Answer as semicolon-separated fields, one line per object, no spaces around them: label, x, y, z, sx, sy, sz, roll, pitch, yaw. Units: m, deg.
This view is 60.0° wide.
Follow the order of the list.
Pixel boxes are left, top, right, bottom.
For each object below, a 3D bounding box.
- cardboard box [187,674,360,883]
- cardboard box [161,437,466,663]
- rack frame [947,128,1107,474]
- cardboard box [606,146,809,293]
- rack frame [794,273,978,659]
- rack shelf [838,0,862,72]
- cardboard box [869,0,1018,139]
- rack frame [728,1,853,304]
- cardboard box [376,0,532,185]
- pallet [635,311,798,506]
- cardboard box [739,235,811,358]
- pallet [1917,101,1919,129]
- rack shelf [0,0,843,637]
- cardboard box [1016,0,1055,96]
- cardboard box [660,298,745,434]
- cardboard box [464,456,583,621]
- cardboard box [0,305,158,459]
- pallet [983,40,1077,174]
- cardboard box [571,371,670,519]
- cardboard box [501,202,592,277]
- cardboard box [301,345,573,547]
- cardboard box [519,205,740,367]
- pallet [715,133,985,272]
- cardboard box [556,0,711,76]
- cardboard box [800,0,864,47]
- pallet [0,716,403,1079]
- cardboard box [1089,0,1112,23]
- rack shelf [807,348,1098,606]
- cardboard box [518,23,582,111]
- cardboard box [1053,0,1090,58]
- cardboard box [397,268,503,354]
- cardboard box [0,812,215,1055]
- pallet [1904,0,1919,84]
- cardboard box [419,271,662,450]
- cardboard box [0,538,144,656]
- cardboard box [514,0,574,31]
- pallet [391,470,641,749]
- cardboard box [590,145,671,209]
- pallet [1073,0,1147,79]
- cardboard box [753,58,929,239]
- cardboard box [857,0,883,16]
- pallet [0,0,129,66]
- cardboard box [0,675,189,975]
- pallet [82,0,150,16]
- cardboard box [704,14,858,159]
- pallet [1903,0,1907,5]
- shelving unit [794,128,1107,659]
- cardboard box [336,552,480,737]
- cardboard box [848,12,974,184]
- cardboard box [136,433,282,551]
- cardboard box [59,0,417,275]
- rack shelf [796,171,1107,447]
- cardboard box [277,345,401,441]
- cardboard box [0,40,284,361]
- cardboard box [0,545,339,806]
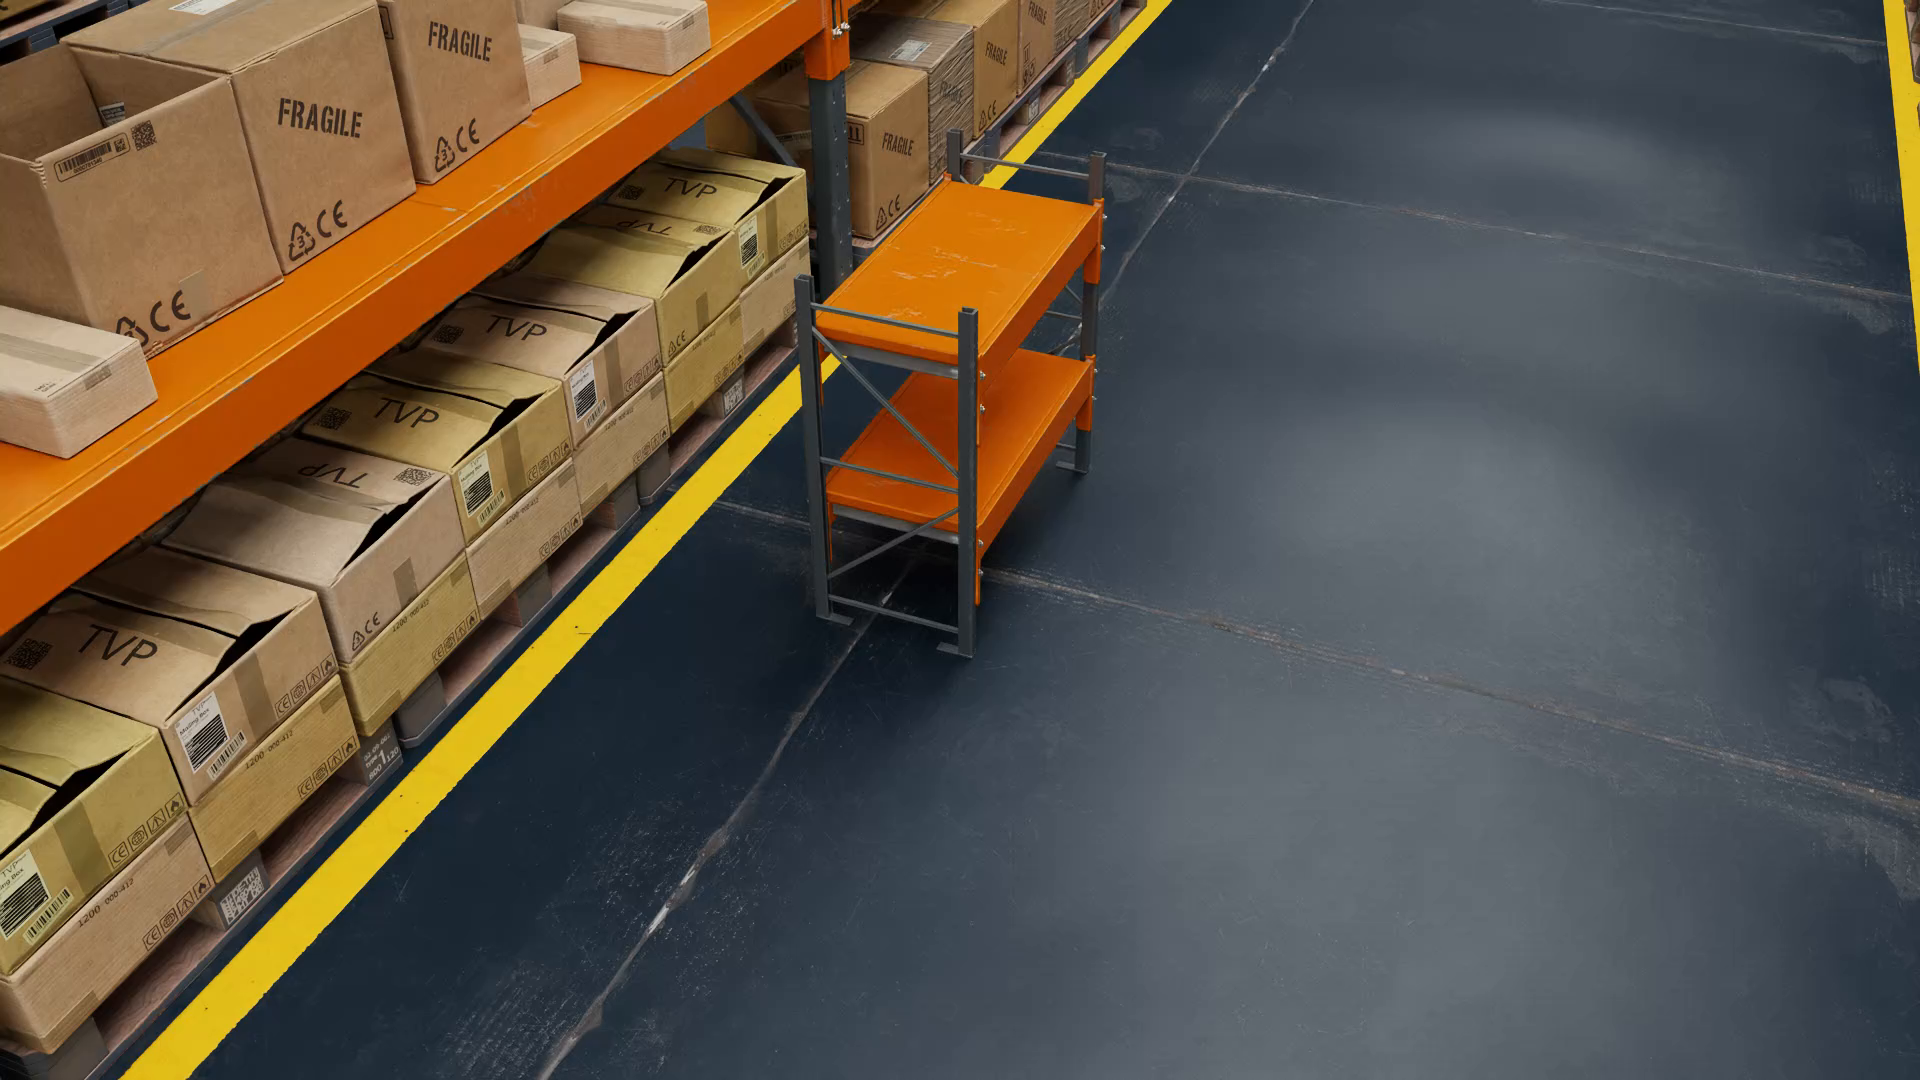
cardboard box;-1.837;0.501;4.021;0.500;0.250;0.500;15;39;19
cardboard box;-1.637;-0.009;4.234;0.500;0.311;0.500;13;39;16
rack frame;0.196;-0.736;5.295;0.500;1.125;0.032;14;39;18
cardboard box;-0.865;-1.143;5.751;0.500;0.311;0.500;15;39;19
rack frame;-0.191;-0.173;4.542;0.500;1.125;0.032;14;39;18
rack shelf;-0.133;-3.017;7.381;1.077;0.370;4.000;14;39;18
cardboard box;-0.067;-2.127;7.311;0.500;0.500;0.500;13;39;17
rack frame;-0.894;-2.198;5.685;1.000;3.000;0.127;14;39;18
cardboard box;-1.517;-1.305;4.407;0.500;0.500;0.500;12;38;15
pallet;-1.243;-0.634;5.922;1.003;0.211;1.213;14;39;18
cardboard box;-0.868;-0.918;5.918;0.500;0.250;0.500;15;39;19
pallet;4.875;-1.747;7.411;1.003;0.211;1.213;14;39;18
rack shelf;-1.655;-0.802;4.418;1.077;0.370;4.000;14;39;18
cardboard box;0.127;-2.417;7.699;0.500;0.500;0.500;13;39;16
cardboard box;-1.061;-0.631;5.535;0.500;0.250;0.500;13;39;17
cardboard box;-1.448;-0.068;4.782;0.500;0.250;0.500;15;39;19
cardboard box;-1.889;-0.326;3.391;0.380;0.149;0.250;14;39;18
pallet;-0.109;-2.158;7.962;1.003;0.211;1.213;14;39;18
cardboard box;-1.255;-0.354;5.164;0.500;0.250;0.500;15;39;19
cardboard box;-1.557;-0.973;5.524;0.500;0.311;0.500;13;39;17
cardboard box;-1.444;-0.298;4.621;0.500;0.311;0.500;15;39;19
cardboard box;-1.057;-0.854;5.364;0.500;0.311;0.500;13;39;17
pallet;-0.575;-1.485;7.061;1.003;0.211;1.213;14;39;18
cardboard box;-0.980;-1.536;5.009;0.380;0.149;0.250;14;39;18
cardboard box;-0.737;-2.276;6.884;0.500;0.250;0.500;15;39;19
pallet;-2.171;0.717;4.114;1.003;0.211;1.213;14;39;18
cardboard box;0.510;-2.977;8.448;0.500;0.500;0.500;14;39;18
rack shelf;0.003;-0.258;5.065;0.538;0.278;1.000;14;39;18
cardboard box;-1.327;-1.378;4.798;0.380;0.149;0.250;17;40;21
cardboard box;0.318;-2.699;8.076;0.500;0.500;0.500;14;39;18
cardboard box;-1.753;-0.691;5.147;0.500;0.311;0.500;13;39;17
cardboard box;-2.033;0.783;3.642;0.500;0.250;0.500;13;39;17
pallet;5.451;-2.581;8.526;1.003;0.211;1.213;14;39;18
cardboard box;-1.252;-0.575;4.991;0.500;0.311;0.500;14;39;17
cardboard box;-2.335;0.147;4.026;0.500;0.311;0.500;15;39;19
cardboard box;-1.413;-1.711;5.108;0.500;0.311;0.500;13;39;17
pallet;-1.709;0.039;5.021;1.003;0.211;1.213;14;39;18
cardboard box;-1.365;-1.266;5.916;0.500;0.311;0.500;15;39;19
pallet;0.354;-2.836;8.868;1.003;0.211;1.213;14;39;18
cardboard box;-0.456;-1.559;6.551;0.500;0.500;0.500;15;39;20
cardboard box;-0.558;-2.230;7.449;0.500;0.500;0.500;12;39;16
pallet;-5.107;-2.626;8.587;1.003;0.211;1.213;14;39;18
cardboard box;-2.028;0.554;3.481;0.500;0.311;0.500;14;39;18
pallet;-4.641;-3.299;9.488;1.003;0.211;1.213;14;39;18
cardboard box;-0.755;-1.944;7.066;0.500;0.500;0.500;15;39;20
pallet;5.914;-3.259;9.433;1.003;0.211;1.213;14;39;18
shelving unit;0.003;-0.454;4.918;0.538;1.125;1.048;14;39;18
cardboard box;-1.643;0.213;4.405;0.500;0.250;0.500;13;39;16
cardboard box;-0.262;-1.851;6.941;0.500;0.500;0.500;12;39;16
cardboard box;-2.142;-0.129;4.395;0.500;0.311;0.500;14;39;18
cardboard box;-1.717;-1.013;4.017;0.500;0.500;0.500;14;39;18
rack shelf;0.003;-0.689;4.743;0.538;0.278;1.000;14;39;18
cardboard box;-1.948;-0.407;4.766;0.500;0.311;0.500;13;39;17
cardboard box;-1.908;-0.736;3.646;0.500;0.500;0.500;17;40;21
cardboard box;-1.833;0.278;3.851;0.500;0.311;0.500;13;39;17
